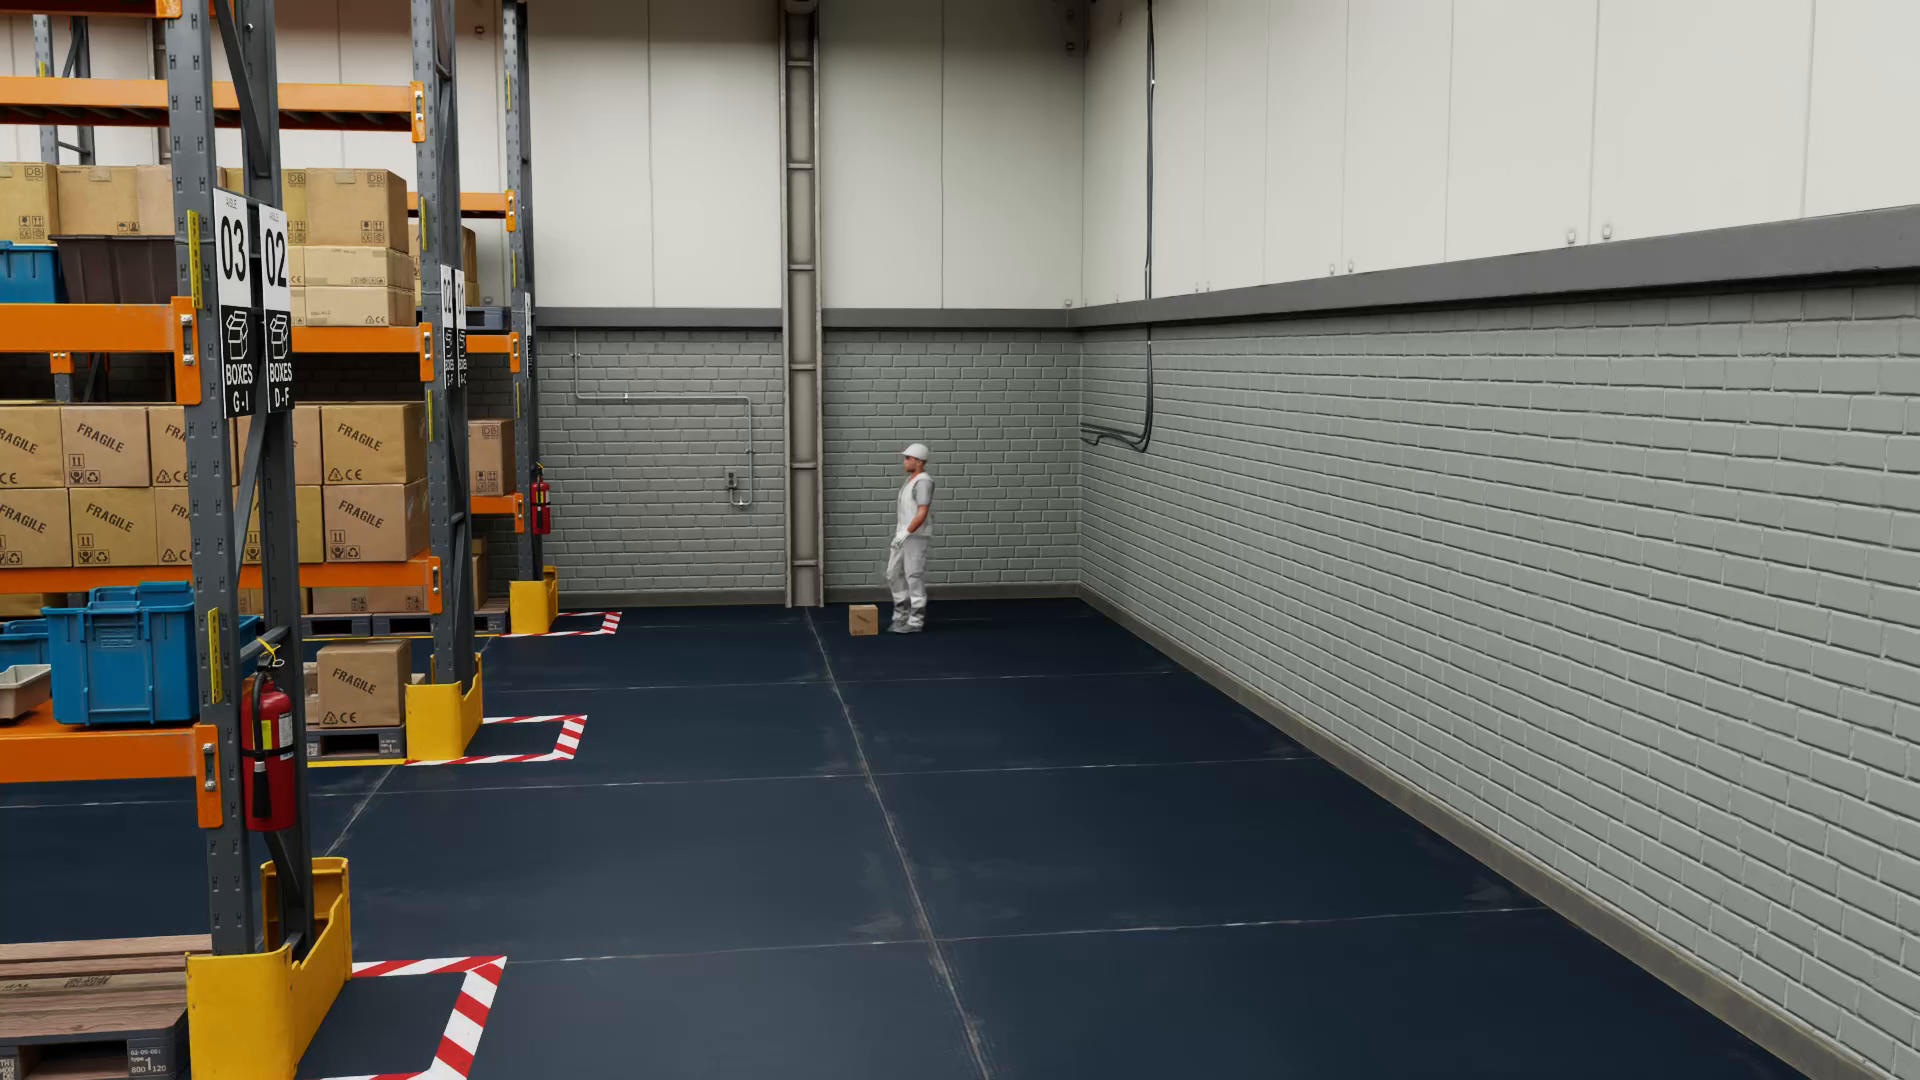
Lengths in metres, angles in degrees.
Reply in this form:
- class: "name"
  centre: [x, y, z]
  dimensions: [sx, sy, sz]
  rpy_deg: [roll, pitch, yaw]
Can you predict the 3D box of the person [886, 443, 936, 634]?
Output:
- class: "person"
  centre: [-0.494, 0.014, 15.735]
  dimensions: [0.462, 1.859, 0.635]
  rpy_deg: [-2, 7, -20]
